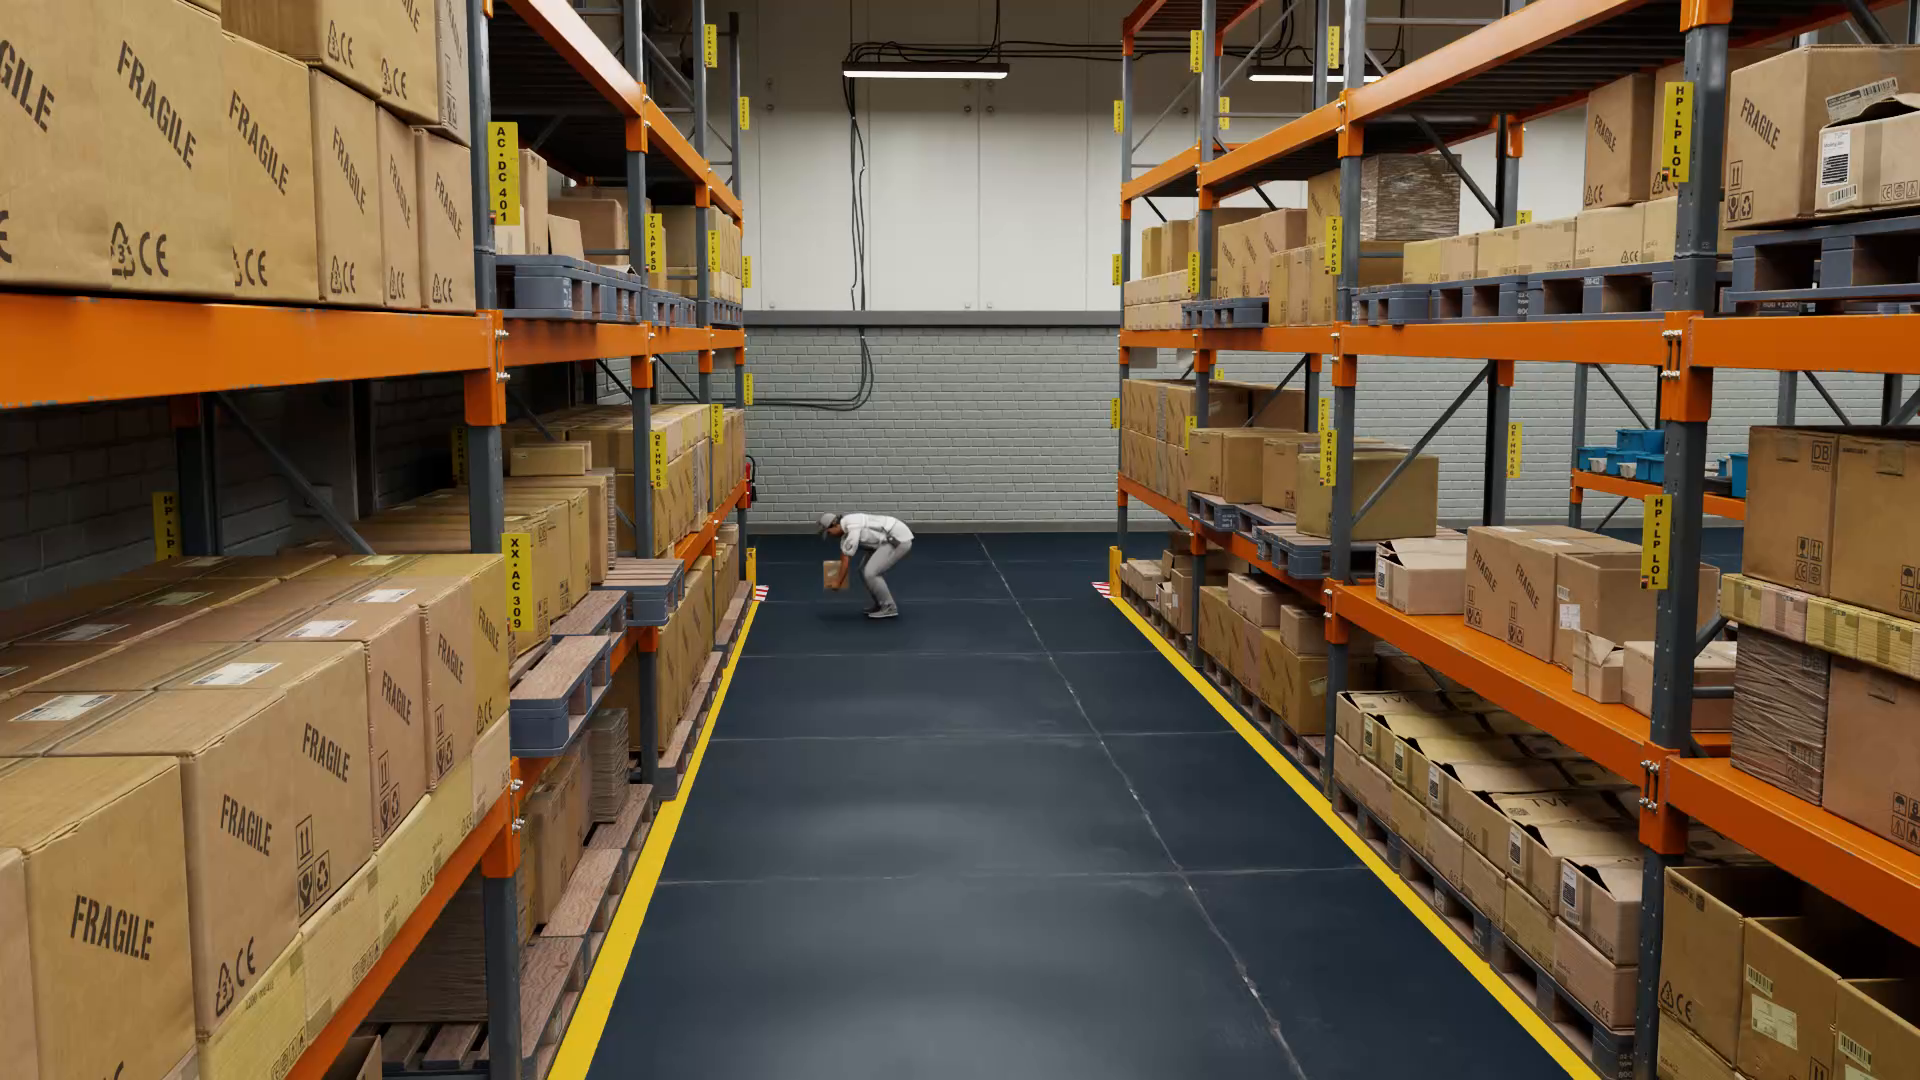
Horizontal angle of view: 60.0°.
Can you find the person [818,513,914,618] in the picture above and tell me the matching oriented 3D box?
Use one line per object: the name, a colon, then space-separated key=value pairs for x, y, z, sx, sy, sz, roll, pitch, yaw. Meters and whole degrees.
person: x=-0.925 y=0.241 z=16.404 sx=0.938 sy=1.031 sz=0.504 roll=-1 pitch=7 yaw=-7
